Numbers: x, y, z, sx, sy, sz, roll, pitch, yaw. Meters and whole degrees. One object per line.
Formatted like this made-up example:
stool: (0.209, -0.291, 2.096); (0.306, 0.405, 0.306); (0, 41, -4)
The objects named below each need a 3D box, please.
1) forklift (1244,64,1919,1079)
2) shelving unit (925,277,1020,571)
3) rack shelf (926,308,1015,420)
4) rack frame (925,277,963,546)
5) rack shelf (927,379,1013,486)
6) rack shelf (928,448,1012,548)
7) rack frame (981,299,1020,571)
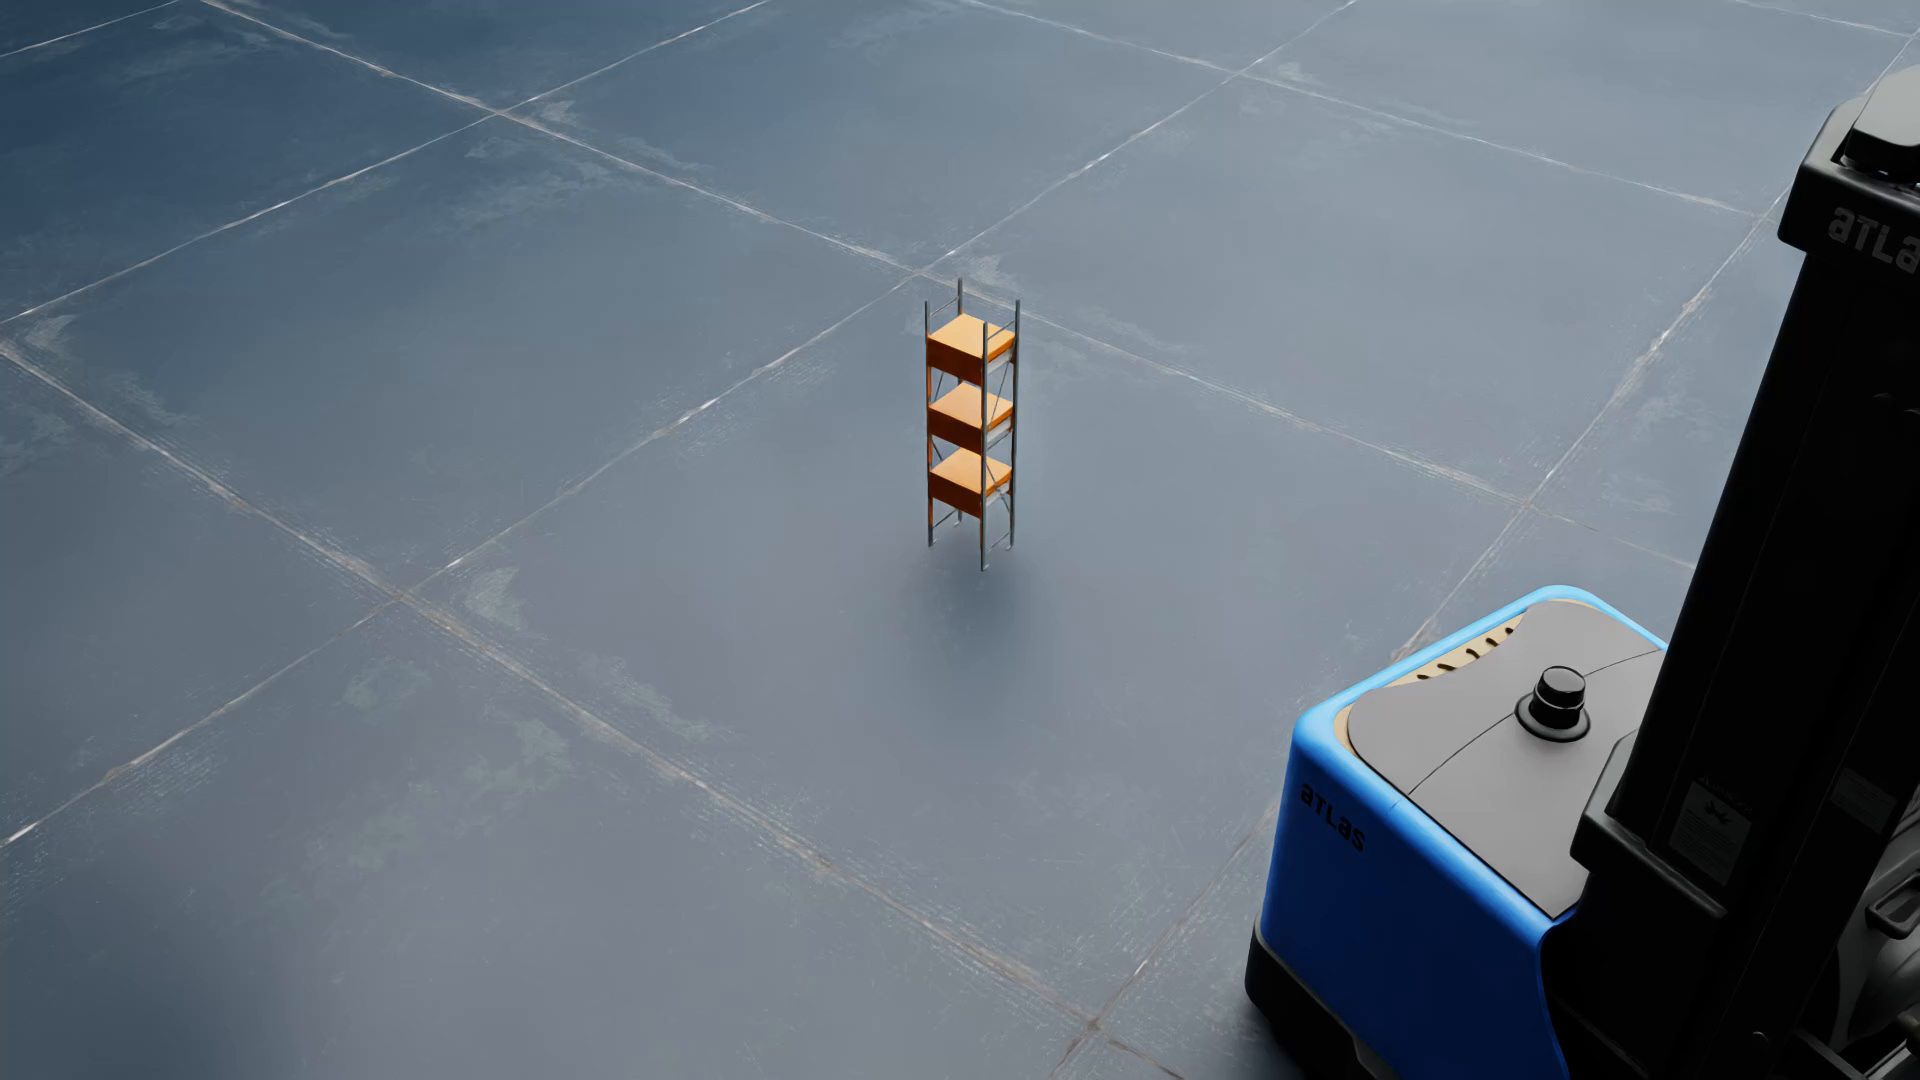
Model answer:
forklift: (2.018, 0.706, 2.970); (1.130, 2.935, 3.031); (-22, 43, -26)
shelving unit: (0.042, -0.393, 5.901); (0.252, 1.050, 0.215); (25, 45, 29)
rack shelf: (0.042, -0.608, 5.732); (0.240, 0.259, 0.215); (25, 45, 29)
rack frame: (-0.054, -0.439, 5.959); (0.008, 1.050, 0.200); (25, 45, 29)
rack shelf: (0.042, -0.385, 5.907); (0.240, 0.259, 0.215); (25, 45, 29)
rack shelf: (0.042, -0.166, 6.079); (0.240, 0.259, 0.215); (25, 45, 29)
rack frame: (0.139, -0.348, 5.842); (0.008, 1.050, 0.200); (25, 45, 29)
